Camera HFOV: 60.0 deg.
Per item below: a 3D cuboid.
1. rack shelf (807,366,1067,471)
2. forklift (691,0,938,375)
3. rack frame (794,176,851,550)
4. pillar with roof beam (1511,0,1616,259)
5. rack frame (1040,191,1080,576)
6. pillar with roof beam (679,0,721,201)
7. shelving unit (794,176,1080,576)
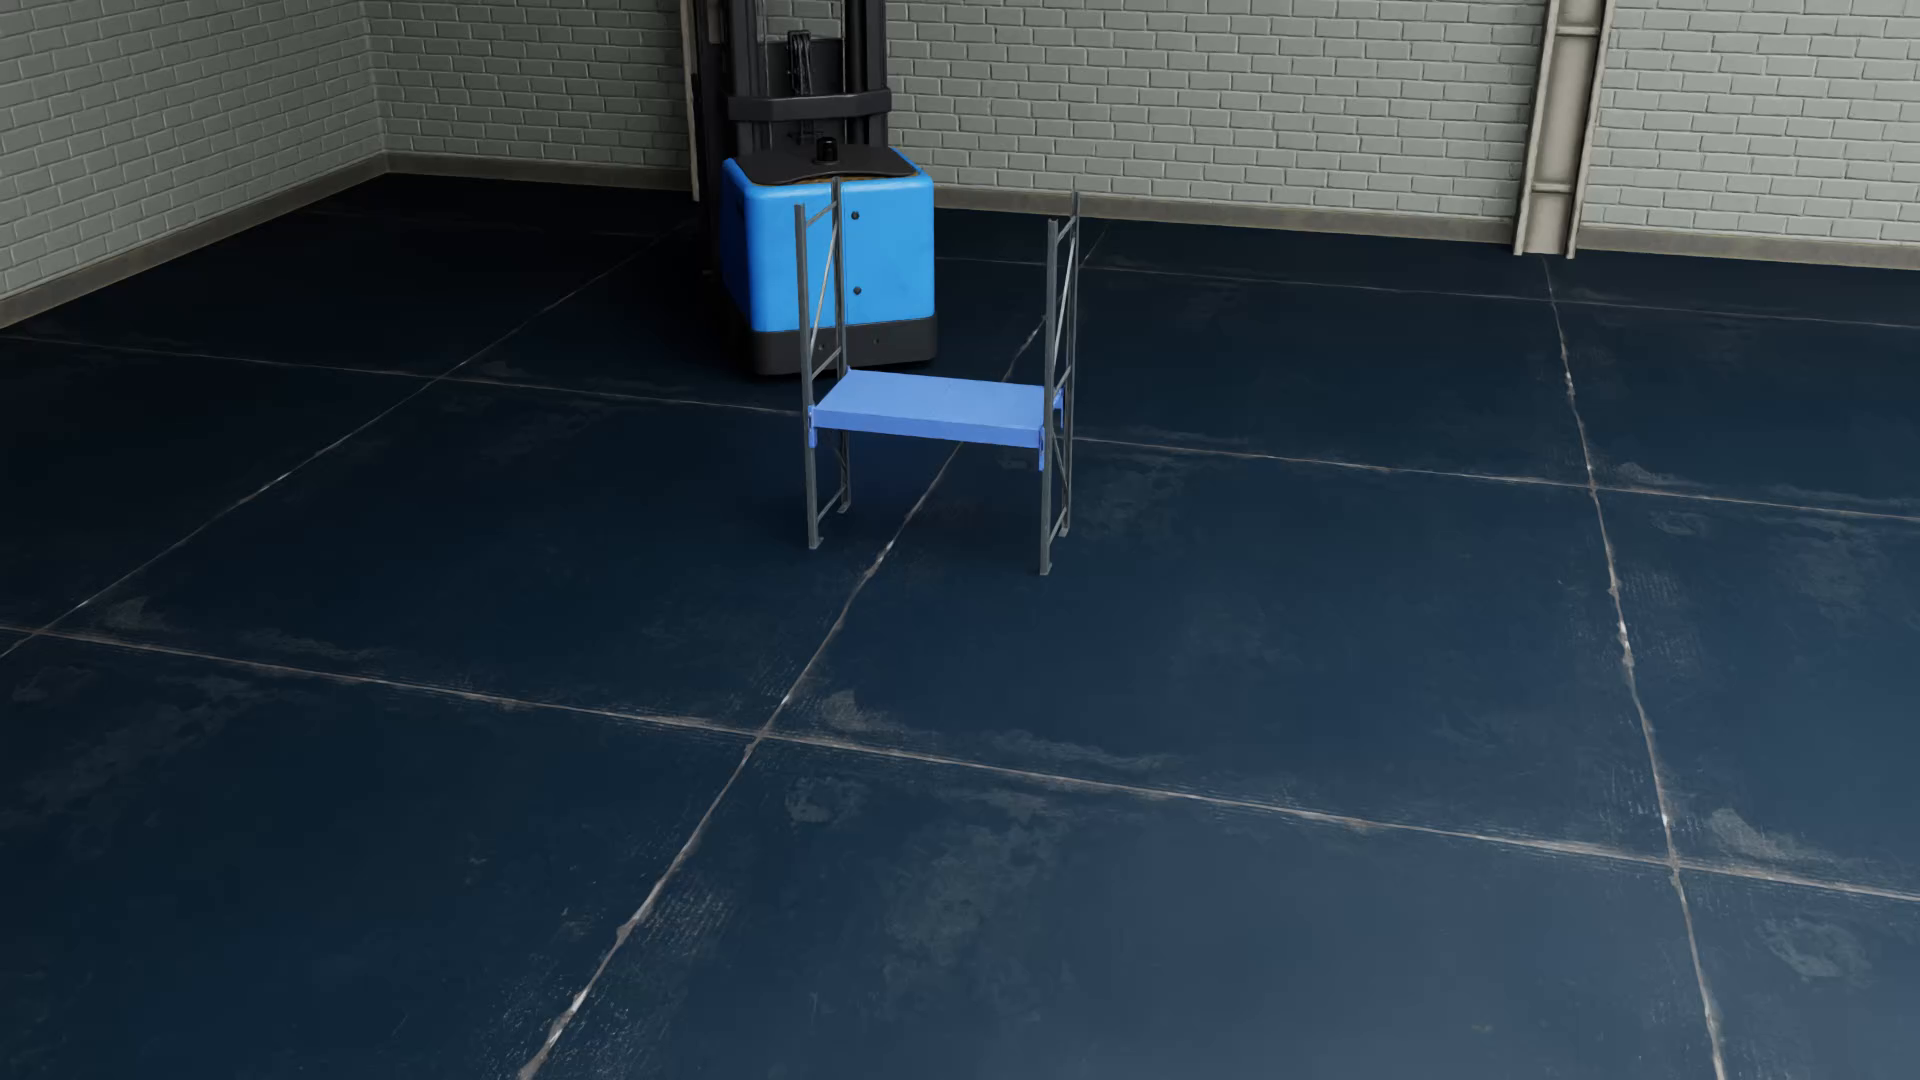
[{"bbox_3d":[-0.083,-0.524,7.024,1.000,0.185,0.538,6,26,13],"label":"rack shelf"},{"bbox_3d":[-1.031,-2.820,9.763,1.130,2.935,3.031,-7,26,-15],"label":"forklift"},{"bbox_3d":[-0.575,-0.741,7.061,0.032,1.500,0.500,6,26,13],"label":"rack frame"},{"bbox_3d":[2.927,-4.257,5.723,0.400,9.000,9.100,6,26,13],"label":"pillar with roof beam"},{"bbox_3d":[0.410,-0.632,6.832,0.032,1.500,0.500,6,26,13],"label":"rack frame"},{"bbox_3d":[-2.884,-4.899,7.072,0.400,9.000,9.100,6,26,13],"label":"pillar with roof beam"},{"bbox_3d":[-0.083,-0.686,6.947,1.048,1.500,0.538,6,26,13],"label":"shelving unit"}]
